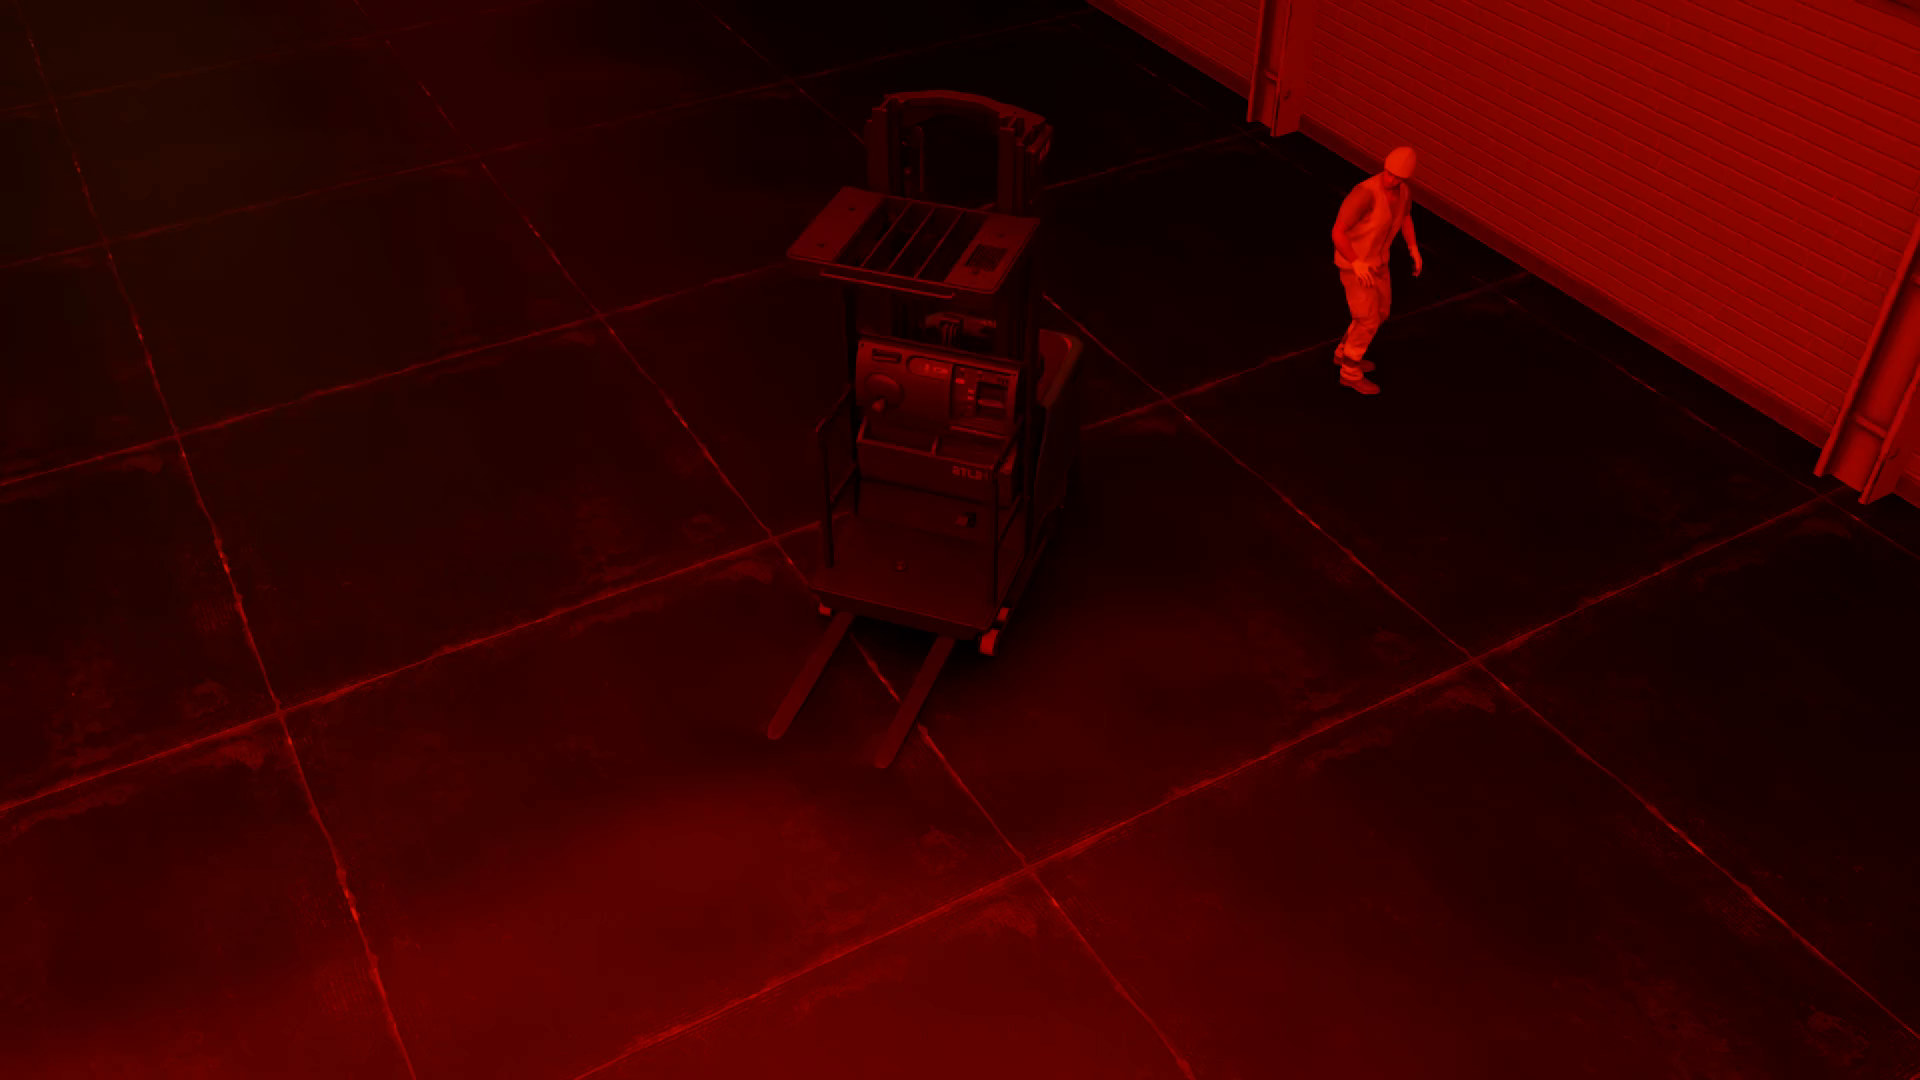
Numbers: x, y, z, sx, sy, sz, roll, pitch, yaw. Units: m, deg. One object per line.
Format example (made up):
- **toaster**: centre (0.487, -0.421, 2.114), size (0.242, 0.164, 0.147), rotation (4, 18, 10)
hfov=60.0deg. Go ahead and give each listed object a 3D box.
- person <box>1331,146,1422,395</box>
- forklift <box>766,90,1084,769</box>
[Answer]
- **person**: centre (2.814, -1.840, 11.194), size (0.512, 1.741, 0.740), rotation (32, 49, 32)
- **forklift**: centre (-0.199, -0.759, 8.952), size (1.130, 2.935, 3.031), rotation (13, 41, 15)
